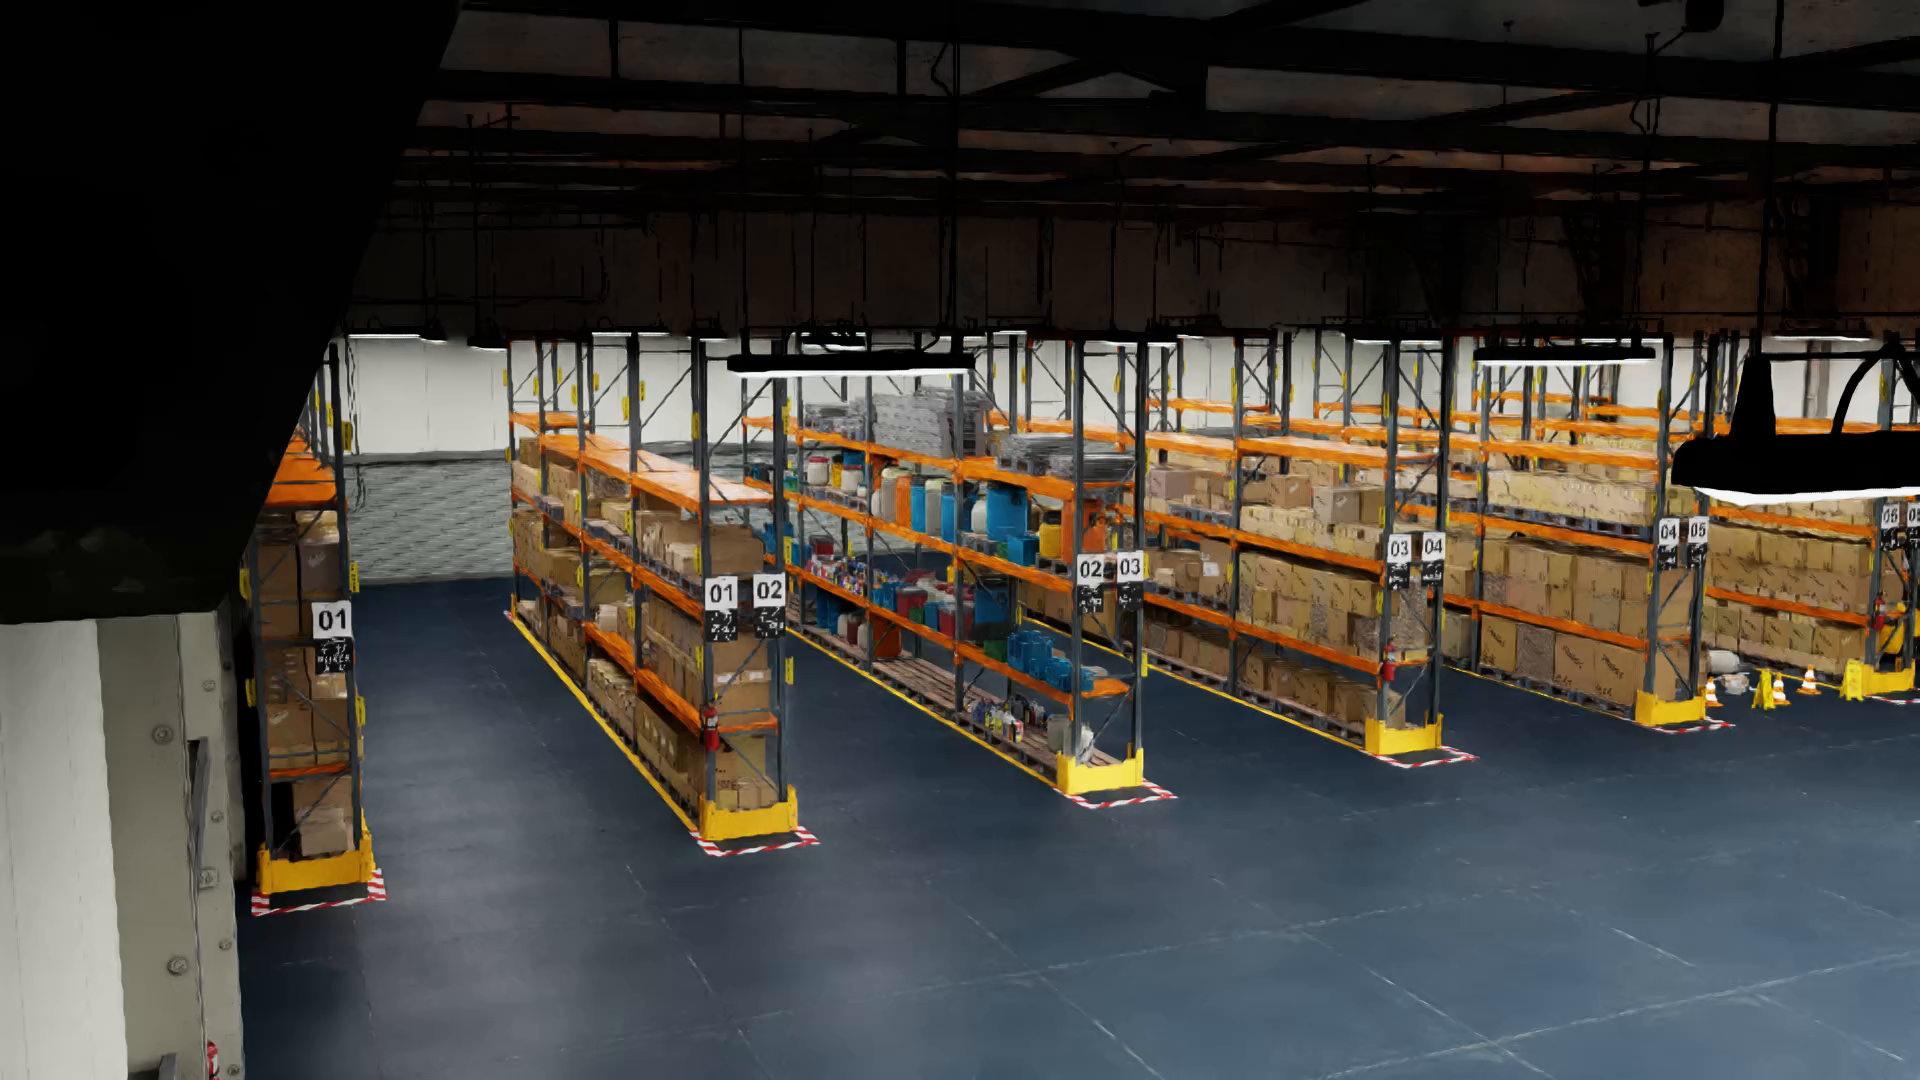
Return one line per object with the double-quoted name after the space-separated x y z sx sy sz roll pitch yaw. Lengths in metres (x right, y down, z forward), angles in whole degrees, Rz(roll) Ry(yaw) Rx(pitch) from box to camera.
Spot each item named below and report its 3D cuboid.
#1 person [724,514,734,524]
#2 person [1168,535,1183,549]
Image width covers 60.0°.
-5.438 0.158 39.518 0.521 1.614 0.938 0 8 -1 "person"
5.488 -0.277 42.273 0.690 1.712 0.471 6 10 36 "person"
